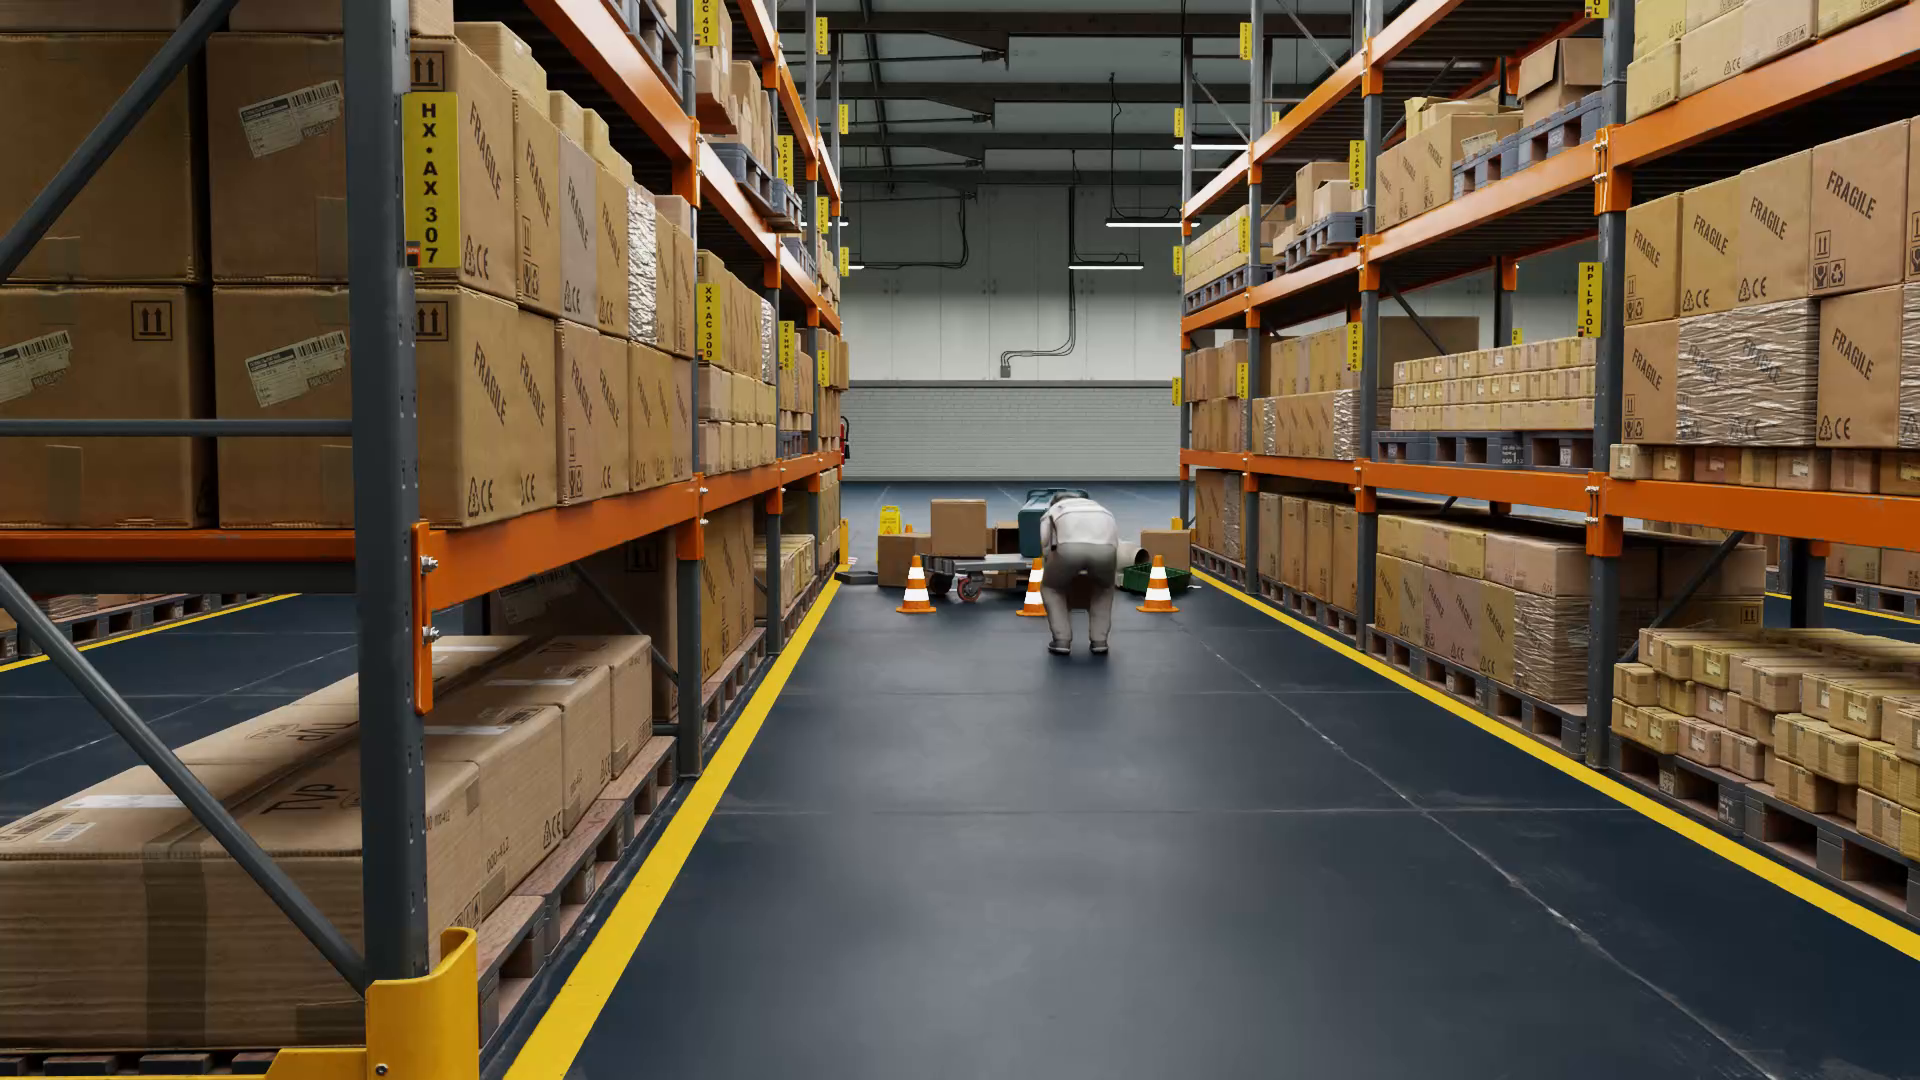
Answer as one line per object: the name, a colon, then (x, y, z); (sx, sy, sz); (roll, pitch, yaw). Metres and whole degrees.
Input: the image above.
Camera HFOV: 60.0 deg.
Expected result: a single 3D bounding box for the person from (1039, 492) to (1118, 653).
person: (0.810, 0.219, 11.540); (0.528, 1.077, 1.033); (0, 4, -4)
